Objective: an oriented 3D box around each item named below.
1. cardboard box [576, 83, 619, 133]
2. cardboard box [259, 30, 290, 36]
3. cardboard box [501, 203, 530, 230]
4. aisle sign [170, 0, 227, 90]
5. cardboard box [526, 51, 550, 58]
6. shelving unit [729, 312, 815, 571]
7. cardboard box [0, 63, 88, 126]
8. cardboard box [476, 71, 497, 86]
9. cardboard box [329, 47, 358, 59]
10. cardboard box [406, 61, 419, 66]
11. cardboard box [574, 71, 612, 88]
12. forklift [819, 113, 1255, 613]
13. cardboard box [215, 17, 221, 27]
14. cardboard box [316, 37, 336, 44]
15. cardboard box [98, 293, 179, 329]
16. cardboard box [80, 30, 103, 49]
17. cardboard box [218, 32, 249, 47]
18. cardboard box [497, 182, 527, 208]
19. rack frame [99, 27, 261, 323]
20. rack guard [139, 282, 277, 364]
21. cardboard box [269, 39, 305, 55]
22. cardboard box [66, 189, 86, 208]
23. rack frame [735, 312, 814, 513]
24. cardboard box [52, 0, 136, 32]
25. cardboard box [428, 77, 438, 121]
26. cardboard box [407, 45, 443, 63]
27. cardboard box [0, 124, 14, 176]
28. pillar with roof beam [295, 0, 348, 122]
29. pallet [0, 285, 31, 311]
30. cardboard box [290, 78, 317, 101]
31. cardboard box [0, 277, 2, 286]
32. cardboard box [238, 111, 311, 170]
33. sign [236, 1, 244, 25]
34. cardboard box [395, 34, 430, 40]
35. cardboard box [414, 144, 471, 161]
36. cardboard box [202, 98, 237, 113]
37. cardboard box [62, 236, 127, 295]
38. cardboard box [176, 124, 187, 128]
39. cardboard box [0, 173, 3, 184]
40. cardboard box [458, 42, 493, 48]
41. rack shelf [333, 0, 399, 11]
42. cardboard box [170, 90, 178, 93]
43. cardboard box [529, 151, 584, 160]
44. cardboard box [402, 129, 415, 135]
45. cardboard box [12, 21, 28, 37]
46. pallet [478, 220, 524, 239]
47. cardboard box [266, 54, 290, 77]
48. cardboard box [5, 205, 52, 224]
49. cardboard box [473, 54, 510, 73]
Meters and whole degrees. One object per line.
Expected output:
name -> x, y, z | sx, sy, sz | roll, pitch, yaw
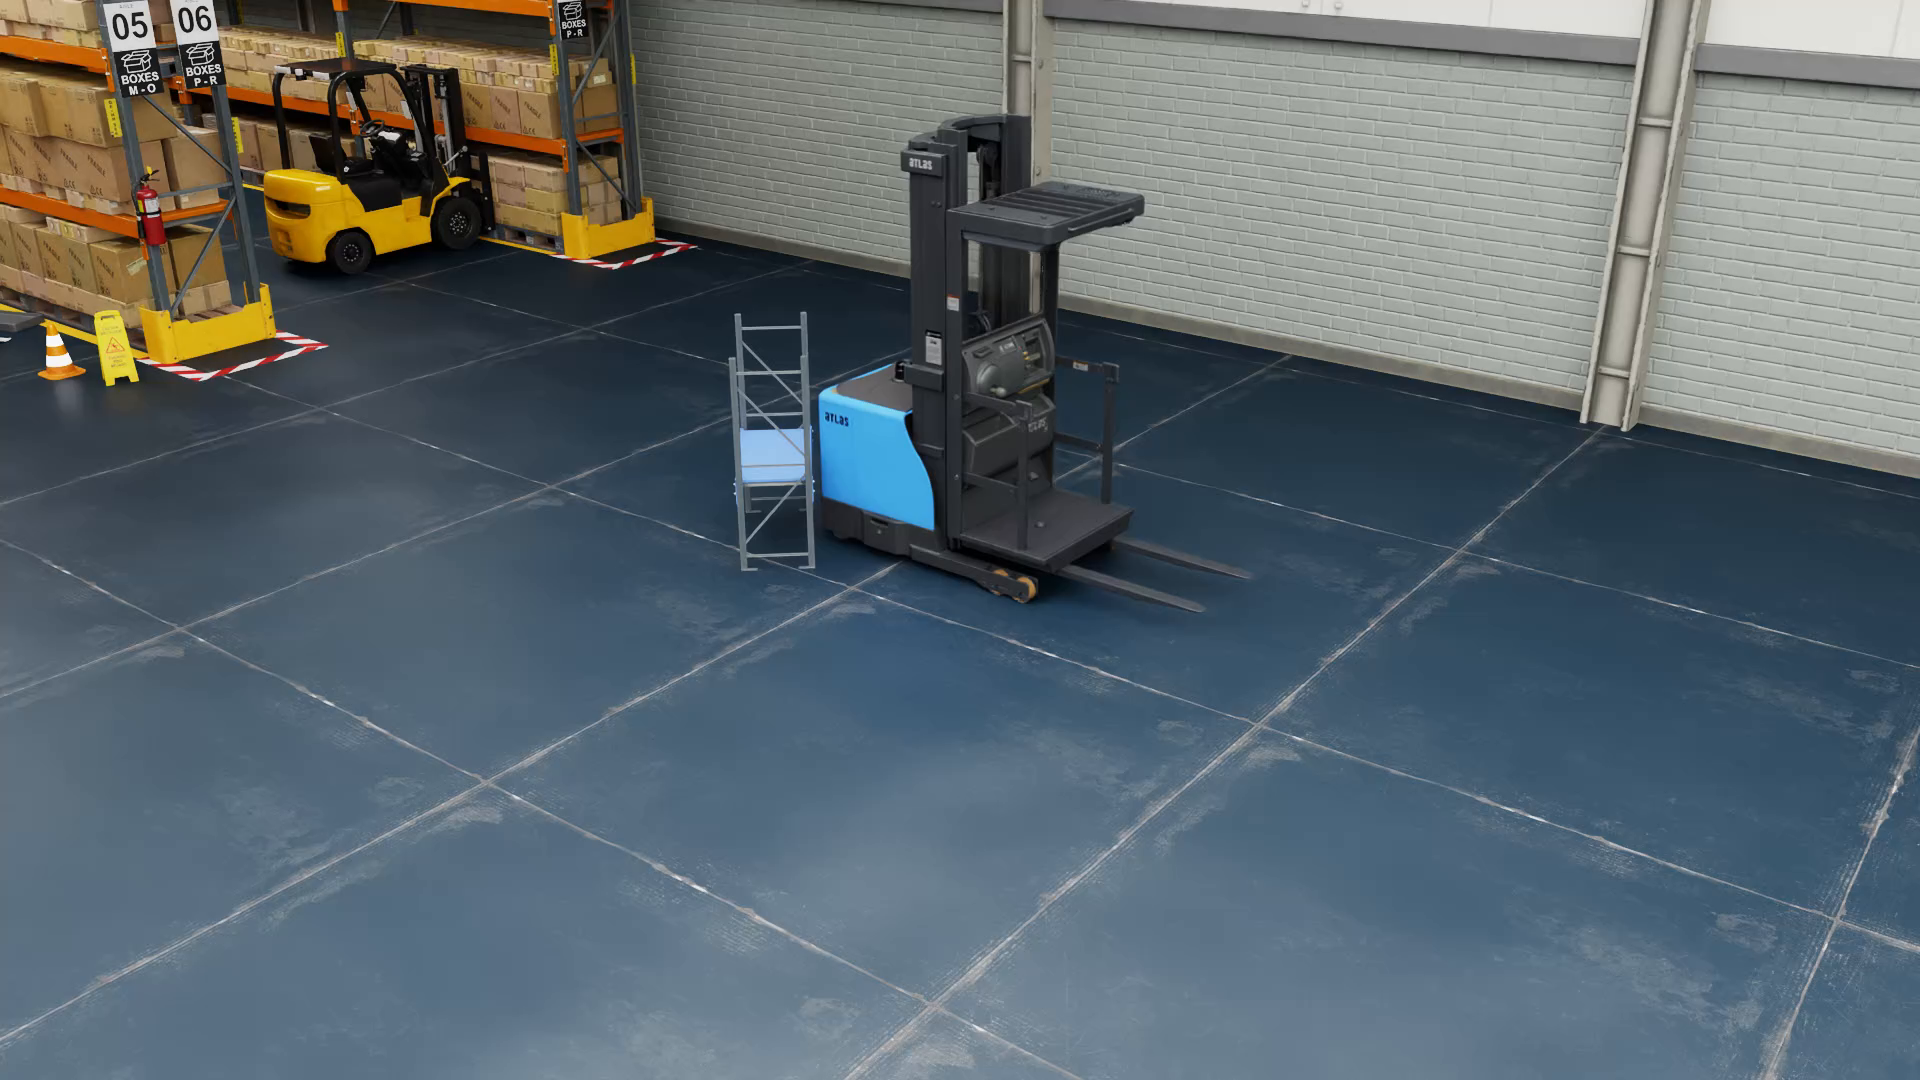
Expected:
cardboard box -> -4.350, -5.066, 19.403 | 0.500, 0.500, 0.500 | 18, 29, 35
cardboard box -> -9.292, -6.840, 22.625 | 0.250, 0.149, 0.380 | 17, 29, 33
cardboard box -> -5.078, -3.879, 19.724 | 0.500, 0.250, 0.500 | 17, 29, 33
aisle sign -> -6.859, -4.483, 14.980 | 0.004, 0.787, 0.394 | 17, 29, 33
cardboard box -> -4.859, -5.637, 19.527 | 0.250, 0.149, 0.380 | 17, 29, 34
shelving unit -> -1.279, -0.694, 11.464 | 0.538, 1.500, 1.048 | -2, 24, -5
cardboard box -> -8.820, -4.281, 16.013 | 0.500, 0.500, 0.700 | 17, 29, 33
cardboard box -> -5.392, -5.394, 19.344 | 0.250, 0.149, 0.380 | 16, 28, 32
cardboard box -> -7.727, -6.131, 21.017 | 0.250, 0.149, 0.380 | 18, 29, 35
cardboard box -> -6.428, -5.695, 20.026 | 0.250, 0.149, 0.380 | 16, 29, 33
cardboard box -> -4.236, -5.319, 19.173 | 0.250, 0.149, 0.380 | 16, 28, 32
forklift -> 0.491, -1.173, 10.777 | 3.031, 2.935, 1.130 | 17, 29, 34
cardboard box -> -10.840, -7.158, 23.631 | 0.500, 0.500, 0.500 | 18, 30, 36
cardboard box -> -8.257, -6.541, 21.946 | 0.250, 0.149, 0.380 | 17, 29, 33
cardboard box -> -7.921, -2.256, 16.041 | 0.500, 0.250, 0.500 | 17, 29, 33
cardboard box -> -7.547, -4.462, 14.748 | 0.250, 0.149, 0.380 | 17, 29, 34
cardboard box -> -9.791, -6.738, 22.395 | 0.250, 0.149, 0.380 | 17, 29, 34
cardboard box -> -5.092, -4.115, 19.638 | 0.500, 0.250, 0.500 | 16, 29, 33
rack frame -> -7.094, -3.208, 15.311 | 0.127, 3.000, 1.000 | 17, 29, 33
rack guard -> -7.155, -2.083, 15.857 | 0.348, 0.500, 1.175 | 17, 29, 33
cardboard box -> -8.768, -6.431, 21.697 | 0.250, 0.149, 0.380 | 17, 29, 34
cardboard box -> -8.207, -3.261, 15.744 | 0.250, 0.149, 0.380 | 17, 29, 34
rack frame -> -1.324, -0.898, 11.927 | 0.500, 1.500, 0.032 | -2, 24, -5
cardboard box -> -7.665, -4.685, 14.760 | 0.500, 0.250, 0.500 | 16, 29, 33
cardboard box -> -6.290, -5.389, 20.137 | 0.500, 0.500, 0.500 | 16, 29, 33
cardboard box -> -6.403, -5.841, 19.990 | 0.250, 0.149, 0.380 | 16, 29, 32
cardboard box -> -9.300, -3.921, 16.437 | 0.500, 0.500, 0.500 | 17, 29, 33
pillar with roof beam -> -11.520, -8.077, 18.921 | 0.400, 9.000, 9.100 | 17, 29, 33
pallet -> -9.736, -2.748, 17.726 | 1.213, 0.211, 1.003 | 17, 29, 33
cardboard box -> -8.287, -5.866, 21.530 | 0.500, 0.250, 0.500 | 17, 29, 33
cardboard box -> -9.985, -2.880, 17.455 | 0.500, 0.250, 0.500 | 15, 28, 31
cardboard box -> -9.503, -5.540, 23.027 | 0.625, 0.625, 0.875 | 18, 29, 35
sign -> -10.191, -7.455, 23.513 | 0.005, 0.325, 0.100 | 17, 29, 33
cardboard box -> -6.884, -6.277, 20.978 | 0.250, 0.149, 0.380 | 17, 29, 33
cardboard box -> -6.314, -4.707, 20.363 | 0.500, 0.250, 0.500 | 18, 29, 35
cardboard box -> -10.752, -6.317, 24.141 | 0.250, 0.149, 0.380 | 19, 30, 36
cardboard box -> -8.311, -2.720, 16.162 | 0.500, 0.500, 0.500 | 18, 30, 35
cardboard box -> -7.723, -3.718, 15.976 | 0.500, 0.500, 0.500 | 18, 29, 35
cardboard box -> -9.362, -3.657, 16.640 | 0.250, 0.149, 0.380 | 17, 29, 33
cardboard box -> -5.879, -5.957, 20.252 | 0.250, 0.149, 0.380 | 16, 29, 33
rack shelf -> -8.921, -7.305, 21.781 | 4.000, 0.370, 1.077 | 17, 29, 33
cardboard box -> -11.819, -6.612, 24.812 | 0.250, 0.149, 0.380 | 17, 29, 34
cardboard box -> -4.793, -4.499, 19.890 | 0.500, 0.250, 0.500 | 17, 29, 33
cardboard box -> -6.811, -5.113, 21.283 | 0.500, 0.250, 0.500 | 17, 29, 34
cardboard box -> -8.555, -4.781, 15.471 | 0.250, 0.149, 0.380 | 16, 28, 32
pallet -> -5.729, -4.001, 20.569 | 1.213, 0.211, 1.003 | 17, 29, 33
cardboard box -> -8.689, -6.222, 21.717 | 0.500, 0.250, 0.500 | 17, 29, 34
cardboard box -> -9.291, -3.282, 16.634 | 0.250, 0.149, 0.380 | 19, 30, 36
cardboard box -> -5.404, -5.523, 19.268 | 0.250, 0.149, 0.380 | 18, 29, 35
